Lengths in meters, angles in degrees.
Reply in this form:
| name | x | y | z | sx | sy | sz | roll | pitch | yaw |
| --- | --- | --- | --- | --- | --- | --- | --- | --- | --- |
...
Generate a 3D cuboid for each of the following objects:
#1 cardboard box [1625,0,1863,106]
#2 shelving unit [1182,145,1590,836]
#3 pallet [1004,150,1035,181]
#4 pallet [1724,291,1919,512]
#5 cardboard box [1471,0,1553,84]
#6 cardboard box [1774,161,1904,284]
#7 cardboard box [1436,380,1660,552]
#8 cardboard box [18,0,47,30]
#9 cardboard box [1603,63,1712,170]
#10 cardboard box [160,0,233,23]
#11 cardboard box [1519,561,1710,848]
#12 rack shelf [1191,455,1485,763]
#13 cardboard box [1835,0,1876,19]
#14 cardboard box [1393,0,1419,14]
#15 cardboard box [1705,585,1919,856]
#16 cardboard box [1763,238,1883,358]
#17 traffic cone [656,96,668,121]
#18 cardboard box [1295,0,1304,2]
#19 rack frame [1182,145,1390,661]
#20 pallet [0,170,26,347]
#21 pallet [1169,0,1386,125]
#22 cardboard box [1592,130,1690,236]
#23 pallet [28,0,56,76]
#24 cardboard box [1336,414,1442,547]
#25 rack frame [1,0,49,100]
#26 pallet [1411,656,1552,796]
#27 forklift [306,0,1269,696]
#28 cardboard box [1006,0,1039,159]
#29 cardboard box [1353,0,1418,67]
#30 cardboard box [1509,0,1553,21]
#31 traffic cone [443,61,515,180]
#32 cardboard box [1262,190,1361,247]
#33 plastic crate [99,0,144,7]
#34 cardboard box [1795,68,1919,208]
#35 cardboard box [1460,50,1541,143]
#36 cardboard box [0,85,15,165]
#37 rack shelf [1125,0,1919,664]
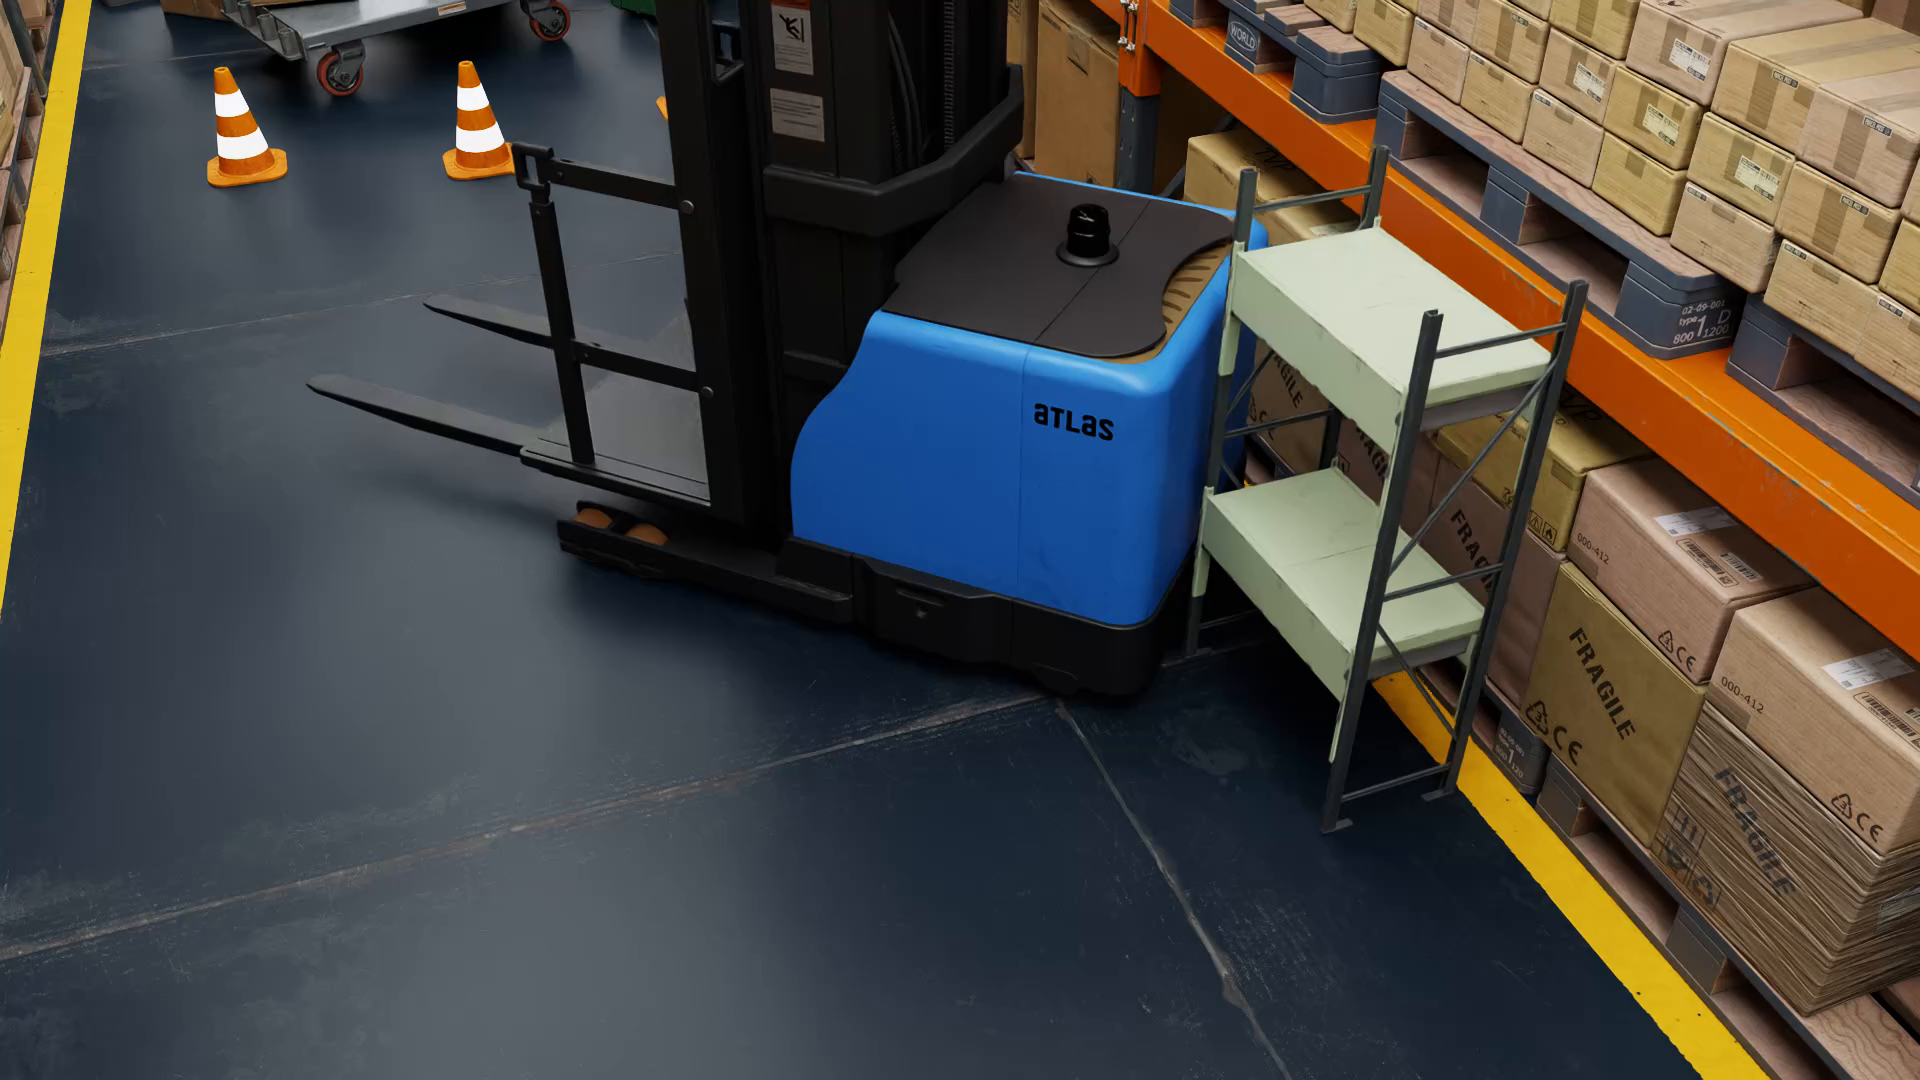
| name | x | y | z | sx | sy | sz | roll | pitch | yaw |
| --- | --- | --- | --- | --- | --- | --- | --- | --- | --- |
| cardboard box | 1.662 | -1.063 | 3.534 | 0.380 | 0.149 | 0.250 | -14 | 39 | -18 |
| shelving unit | 0.977 | -0.101 | 4.132 | 0.431 | 1.500 | 0.755 | -13 | 39 | -18 |
| pallet | 0.854 | -1.442 | 6.989 | 1.003 | 0.211 | 1.213 | -12 | 39 | -16 |
| pallet | 2.304 | -0.221 | 3.209 | 1.003 | 0.211 | 1.213 | -12 | 39 | -16 |
| cardboard box | 1.477 | -1.239 | 4.015 | 0.380 | 0.149 | 0.250 | -13 | 39 | -16 |
| cardboard box | 1.836 | -0.648 | 3.230 | 0.380 | 0.149 | 0.250 | -14 | 39 | -17 |
| cardboard box | 1.578 | -0.261 | 4.209 | 0.500 | 0.250 | 0.500 | -14 | 39 | -18 |
| cardboard box | -4.885 | -2.731 | 8.319 | 0.500 | 0.250 | 0.500 | -14 | 39 | -18 |
| cardboard box | 1.651 | -0.949 | 3.630 | 0.380 | 0.149 | 0.250 | -12 | 39 | -16 |
| cardboard box | -4.026 | -3.162 | 9.031 | 0.500 | 0.500 | 0.500 | 12 | 39 | 16 |
| cardboard box | 1.763 | 0.339 | 4.035 | 0.500 | 0.500 | 0.500 | -13 | 39 | -17 |
| rack shelf | 0.973 | 0.160 | 4.327 | 0.431 | 0.370 | 0.720 | -13 | 39 | -18 |
| cardboard box | 2.185 | -1.340 | 3.901 | 0.380 | 0.149 | 0.250 | -11 | 38 | -15 |
| cardboard box | 1.309 | -1.521 | 4.389 | 0.380 | 0.149 | 0.250 | -12 | 39 | -16 |
| cardboard box | 1.937 | 0.327 | 3.428 | 0.500 | 0.250 | 0.500 | -13 | 39 | -17 |
| cardboard box | 1.848 | -0.516 | 3.301 | 0.380 | 0.149 | 0.250 | -14 | 39 | -18 |
| traffic cone | -1.278 | -2.271 | 7.881 | 0.336 | 0.463 | 0.334 | -12 | 39 | -16 |
| cardboard box | 1.111 | -1.716 | 4.895 | 0.380 | 0.149 | 0.250 | -11 | 38 | -14 |
| rack frame | 0.838 | -0.305 | 4.402 | 0.400 | 1.500 | 0.023 | -13 | 39 | -18 |
| pallet | -4.242 | -1.029 | 6.441 | 1.003 | 0.211 | 1.213 | -12 | 39 | -16 |
| pallet | 1.400 | -1.638 | 5.091 | 1.213 | 0.211 | 1.003 | -12 | 39 | -16 |
| cardboard box | 1.657 | -0.821 | 3.707 | 0.380 | 0.149 | 0.250 | -11 | 38 | -14 |
| pallet | -5.199 | -2.531 | 8.435 | 1.003 | 0.211 | 1.213 | -12 | 39 | -16 |
| cardboard box | 1.416 | -0.240 | 4.804 | 0.500 | 0.500 | 0.500 | -13 | 39 | -17 |
| rack frame | -4.935 | -3.273 | 7.102 | 1.000 | 3.000 | 0.127 | -12 | 39 | -16 |
| pallet | 1.738 | 0.149 | 4.877 | 1.003 | 0.211 | 1.213 | -12 | 39 | -16 |
| forklift | -0.679 | -1.326 | 4.574 | 3.031 | 2.935 | 1.130 | 15 | 40 | 19 |
| cardboard box | 0.625 | -2.220 | 7.225 | 1.050 | 0.750 | 0.750 | -12 | 39 | -15 |
| cardboard box | 1.299 | -1.412 | 4.491 | 0.380 | 0.149 | 0.250 | -11 | 38 | -14 |
| cardboard box | 1.485 | -1.357 | 3.923 | 0.380 | 0.149 | 0.250 | -11 | 38 | -15 |
| traffic cone | -2.155 | -1.892 | 7.377 | 0.336 | 0.463 | 0.334 | -12 | 39 | -16 |
| cardboard box | 1.239 | -0.838 | 4.974 | 0.500 | 0.250 | 0.500 | -13 | 39 | -16 |
| plastic crate | -4.705 | -3.163 | 9.383 | 0.402 | 0.080 | 0.583 | -27 | 45 | -31 |
| cardboard box | 1.838 | -0.773 | 3.148 | 0.380 | 0.149 | 0.250 | -13 | 39 | -16 |
| cardboard box | 1.477 | -1.119 | 4.103 | 0.380 | 0.149 | 0.250 | -12 | 39 | -15 |
| cardboard box | -4.502 | -1.690 | 6.835 | 0.950 | 0.372 | 0.625 | -10 | 38 | -13 |
| rack shelf | 1.743 | -0.678 | 4.255 | 1.077 | 0.370 | 4.000 | -12 | 39 | -16 |
